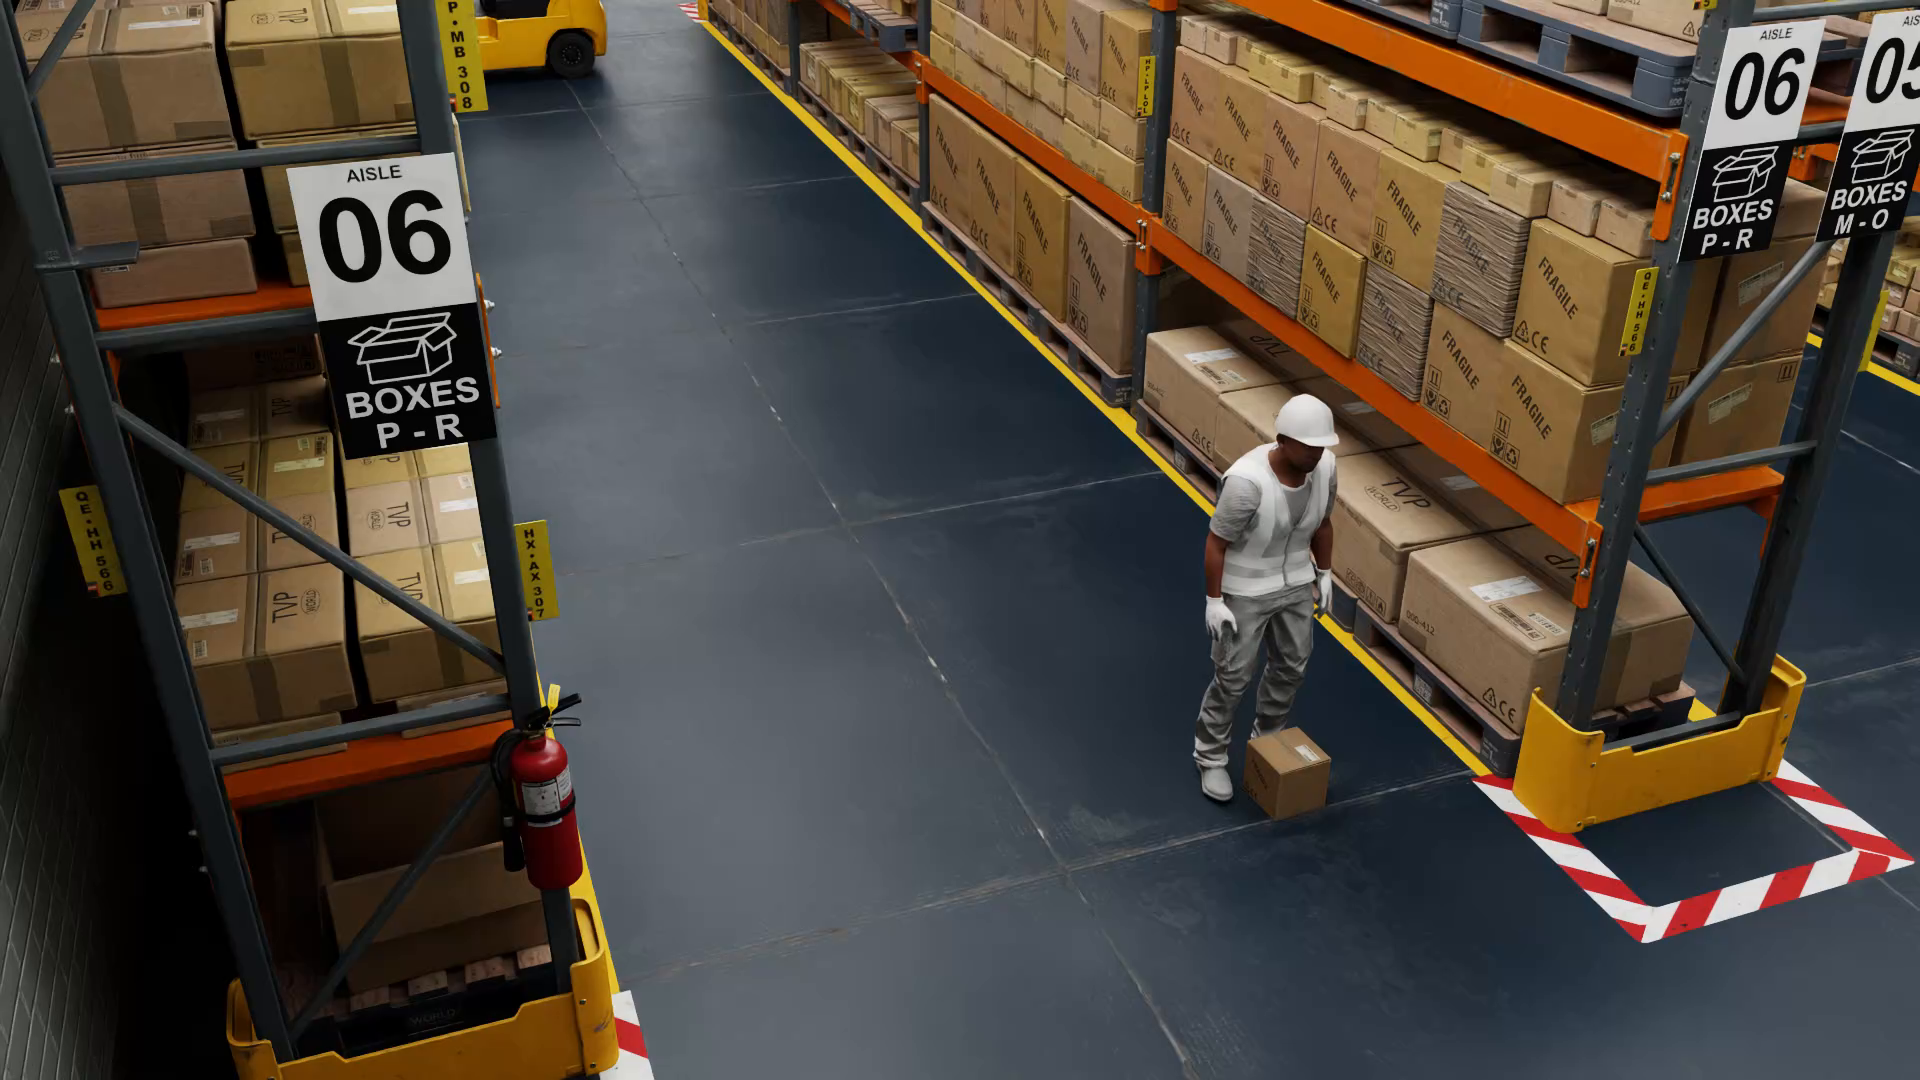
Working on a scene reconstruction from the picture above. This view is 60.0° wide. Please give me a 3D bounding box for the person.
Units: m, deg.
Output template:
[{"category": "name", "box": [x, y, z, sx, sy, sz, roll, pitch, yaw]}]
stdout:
[{"category": "person", "box": [1.257, 0.212, 6.746, 0.619, 1.771, 0.450, -13, 32, -22]}]
